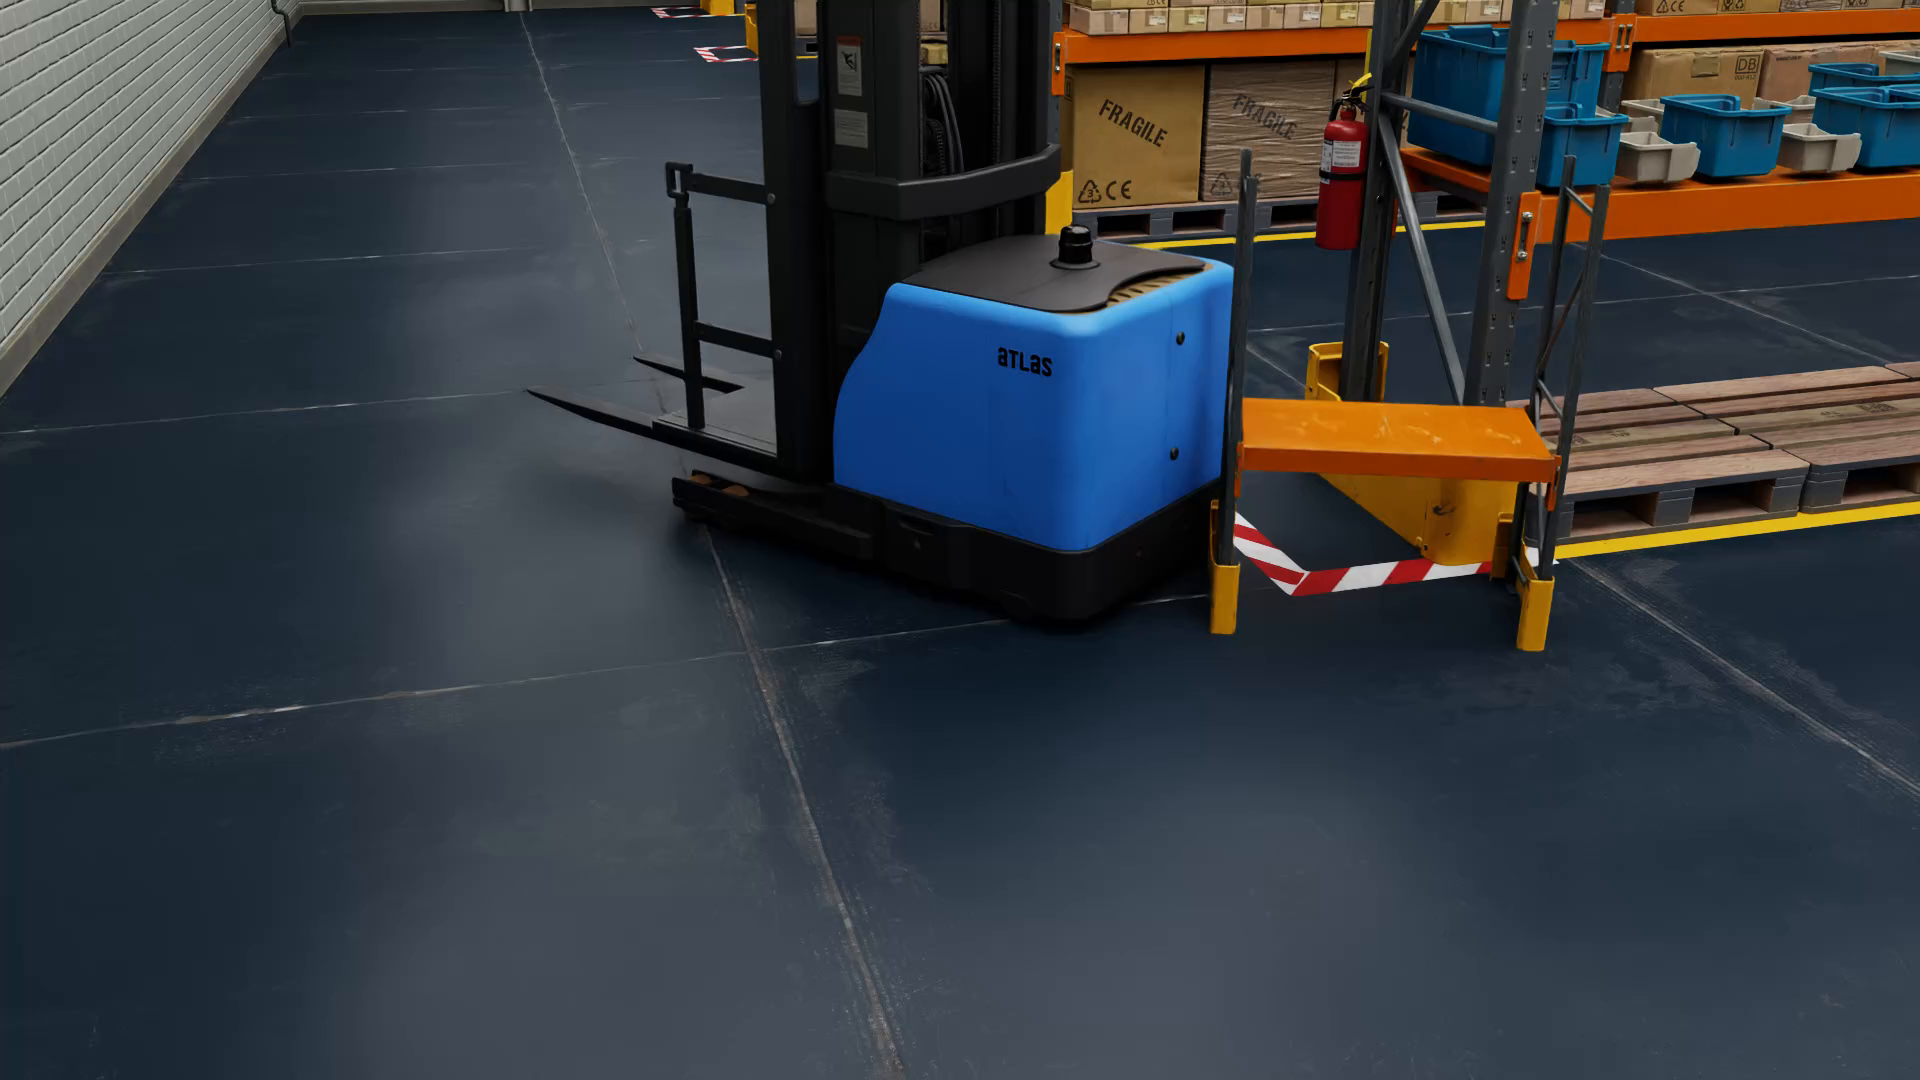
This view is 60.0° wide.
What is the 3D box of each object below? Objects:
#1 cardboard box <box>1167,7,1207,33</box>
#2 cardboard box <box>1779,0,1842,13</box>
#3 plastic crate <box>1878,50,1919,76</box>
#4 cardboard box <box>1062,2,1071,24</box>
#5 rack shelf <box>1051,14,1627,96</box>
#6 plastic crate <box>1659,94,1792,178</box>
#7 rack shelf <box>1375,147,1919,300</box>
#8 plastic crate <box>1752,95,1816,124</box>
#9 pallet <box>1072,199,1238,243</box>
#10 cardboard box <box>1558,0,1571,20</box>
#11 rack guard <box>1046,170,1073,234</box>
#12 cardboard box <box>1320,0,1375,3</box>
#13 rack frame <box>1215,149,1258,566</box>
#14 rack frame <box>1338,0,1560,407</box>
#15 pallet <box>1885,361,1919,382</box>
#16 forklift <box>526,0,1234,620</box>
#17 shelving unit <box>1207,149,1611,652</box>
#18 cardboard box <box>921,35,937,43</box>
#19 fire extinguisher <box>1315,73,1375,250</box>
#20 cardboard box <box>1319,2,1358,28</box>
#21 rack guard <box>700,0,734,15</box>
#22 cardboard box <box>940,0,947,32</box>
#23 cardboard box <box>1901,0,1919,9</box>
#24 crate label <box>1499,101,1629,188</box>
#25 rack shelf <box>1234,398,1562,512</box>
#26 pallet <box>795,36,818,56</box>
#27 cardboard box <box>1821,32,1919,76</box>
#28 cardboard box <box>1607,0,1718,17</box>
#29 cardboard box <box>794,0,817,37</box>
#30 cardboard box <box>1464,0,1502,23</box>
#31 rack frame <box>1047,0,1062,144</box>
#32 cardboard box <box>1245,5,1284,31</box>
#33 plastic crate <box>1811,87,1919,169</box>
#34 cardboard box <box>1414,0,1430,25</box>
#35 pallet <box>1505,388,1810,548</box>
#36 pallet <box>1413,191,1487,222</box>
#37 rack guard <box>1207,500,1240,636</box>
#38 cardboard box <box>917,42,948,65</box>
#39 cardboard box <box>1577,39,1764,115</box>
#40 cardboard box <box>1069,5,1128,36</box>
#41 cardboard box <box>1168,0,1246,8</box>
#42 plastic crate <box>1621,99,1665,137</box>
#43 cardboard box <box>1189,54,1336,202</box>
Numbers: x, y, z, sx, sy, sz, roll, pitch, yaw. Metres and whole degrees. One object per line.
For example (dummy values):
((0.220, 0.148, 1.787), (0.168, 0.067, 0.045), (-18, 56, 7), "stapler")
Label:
((1.345, -3.258, 10.358), (0.250, 0.149, 0.380), (-7, 24, -16), "cardboard box")
((5.748, -3.939, 11.499), (0.500, 0.500, 0.500), (-7, 24, -16), "cardboard box")
((4.090, -1.832, 6.789), (0.530, 0.282, 0.437), (-6, 24, -14), "plastic crate")
((0.675, -3.453, 10.813), (0.250, 0.149, 0.380), (-6, 24, -13), "cardboard box")
((2.347, -3.288, 11.022), (4.000, 0.370, 1.077), (-6, 24, -14), "rack shelf")
((2.719, -1.447, 5.956), (0.300, 0.233, 0.416), (-6, 24, -14), "plastic crate")
((3.685, -1.408, 6.639), (4.000, 0.370, 1.077), (-6, 24, -14), "rack shelf")
((3.320, -1.690, 6.644), (0.250, 0.136, 0.298), (-6, 24, -14), "plastic crate")
((1.170, -2.239, 11.201), (1.213, 0.211, 1.003), (-6, 24, -14), "pallet")
((3.819, -3.532, 10.996), (0.250, 0.149, 0.380), (-6, 24, -13), "cardboard box")
((0.398, -2.255, 10.870), (0.348, 0.500, 1.175), (-6, 24, -14), "rack guard")
((2.440, -3.590, 10.625), (0.500, 0.250, 0.500), (-7, 24, -15), "cardboard box")
((0.904, -0.488, 5.486), (0.032, 1.500, 0.500), (3, 23, 6), "rack frame")
((1.759, -1.525, 6.001), (0.127, 3.000, 1.000), (-6, 24, -14), "rack frame")
((4.913, -0.577, 7.327), (1.213, 0.211, 1.003), (-6, 24, -14), "pallet")
((-0.489, -1.533, 6.105), (3.031, 2.935, 1.130), (17, 29, 35), "forklift")
((1.400, -0.465, 5.431), (1.083, 1.500, 0.587), (3, 23, 6), "shelving unit")
((-0.380, -4.609, 15.515), (0.250, 0.149, 0.380), (-6, 24, -14), "cardboard box")
((1.491, -1.475, 6.454), (0.183, 0.674, 0.296), (-6, 24, -14), "fire extinguisher")
((2.333, -3.367, 10.612), (0.250, 0.149, 0.380), (-7, 24, -16), "cardboard box")
((-3.527, -7.912, 24.055), (0.348, 0.500, 1.175), (-6, 24, -14), "rack guard")
((0.100, -6.488, 20.284), (0.875, 0.438, 0.875), (-7, 24, -16), "cardboard box")
((6.735, -4.050, 11.757), (0.500, 0.500, 0.500), (-7, 24, -16), "cardboard box")
((2.086, -1.377, 5.792), (0.303, 0.233, 0.416), (-6, 24, -14), "crate label")
((1.409, -0.299, 5.501), (1.000, 0.185, 0.538), (3, 23, 6), "rack shelf")
((-1.507, -6.002, 19.969), (1.213, 0.211, 1.003), (-6, 24, -14), "pallet")
((6.593, -3.317, 12.338), (0.875, 0.875, 1.225), (-6, 24, -14), "cardboard box")
((4.783, -3.832, 11.250), (0.500, 0.500, 0.500), (-6, 24, -14), "cardboard box")
((-1.648, -6.292, 19.827), (0.875, 0.438, 0.875), (-7, 24, -16), "cardboard box")
((3.325, -3.477, 10.869), (0.250, 0.149, 0.380), (-6, 24, -13), "cardboard box")
((0.421, -3.406, 10.383), (0.127, 3.000, 1.000), (-6, 24, -14), "rack frame")
((1.841, -3.313, 10.486), (0.250, 0.149, 0.380), (-7, 24, -15), "cardboard box")
((3.353, -1.518, 6.119), (0.300, 0.233, 0.416), (-6, 24, -14), "plastic crate")
((2.830, -3.423, 10.741), (0.250, 0.149, 0.380), (-7, 24, -15), "cardboard box")
((2.563, -0.317, 6.721), (1.213, 0.211, 1.003), (-6, 24, -14), "pallet")
((3.519, -2.499, 11.807), (1.213, 0.211, 1.003), (-6, 24, -14), "pallet")
((0.905, 0.086, 5.733), (0.087, 0.250, 0.587), (3, 23, 6), "rack guard")
((-0.225, -4.383, 14.989), (0.250, 0.149, 0.380), (-7, 24, -17), "cardboard box")
((4.883, -3.124, 11.889), (0.875, 0.875, 1.225), (-6, 24, -14), "cardboard box")
((0.852, -3.203, 10.229), (0.250, 0.149, 0.380), (-6, 24, -14), "cardboard box")
((1.455, -3.480, 10.369), (0.500, 0.250, 0.500), (-7, 24, -15), "cardboard box")
((2.778, -1.613, 6.463), (0.243, 0.136, 0.396), (-6, 24, -14), "plastic crate")
((1.892, -2.818, 11.175), (0.875, 0.875, 0.875), (-6, 24, -14), "cardboard box")
